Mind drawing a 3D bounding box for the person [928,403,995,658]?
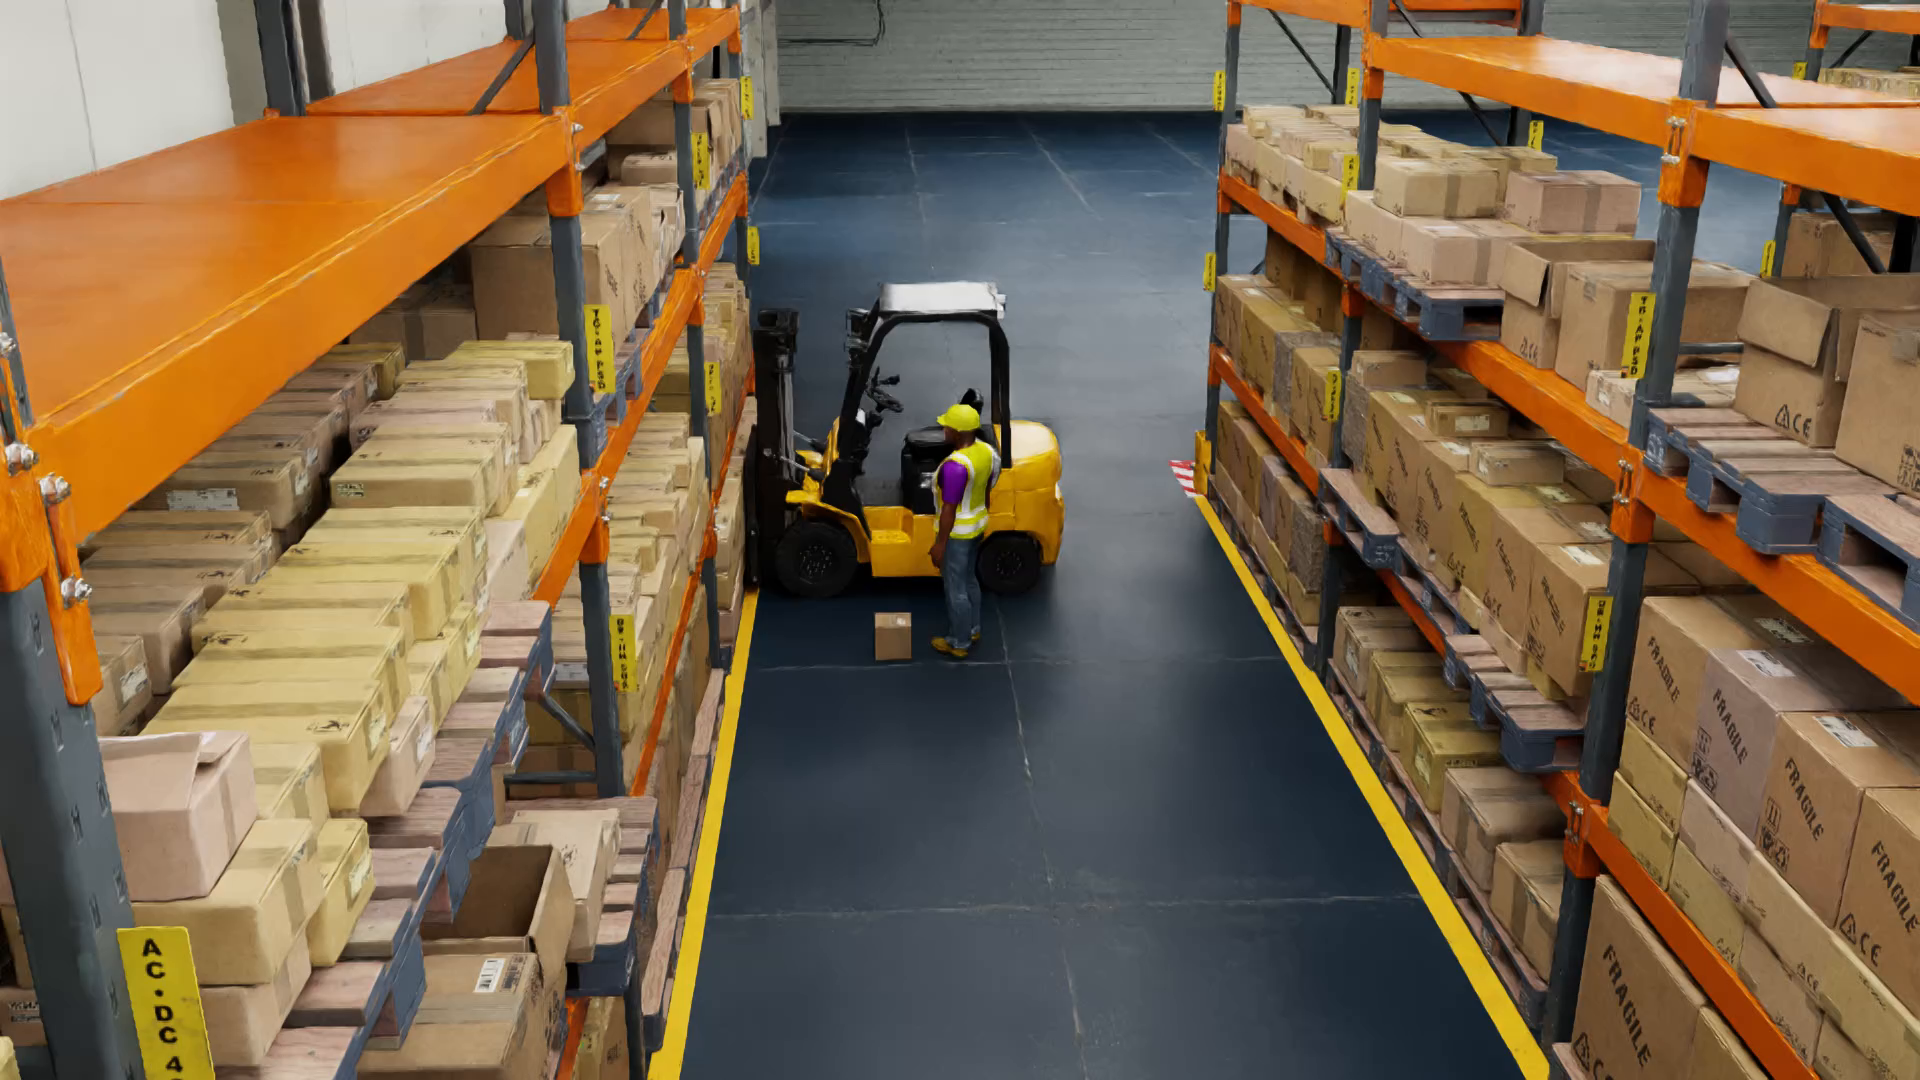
[{"bbox_3d":[-0.014,-0.077,11.226,0.421,1.773,0.683,9,22,24],"label":"person"}]
